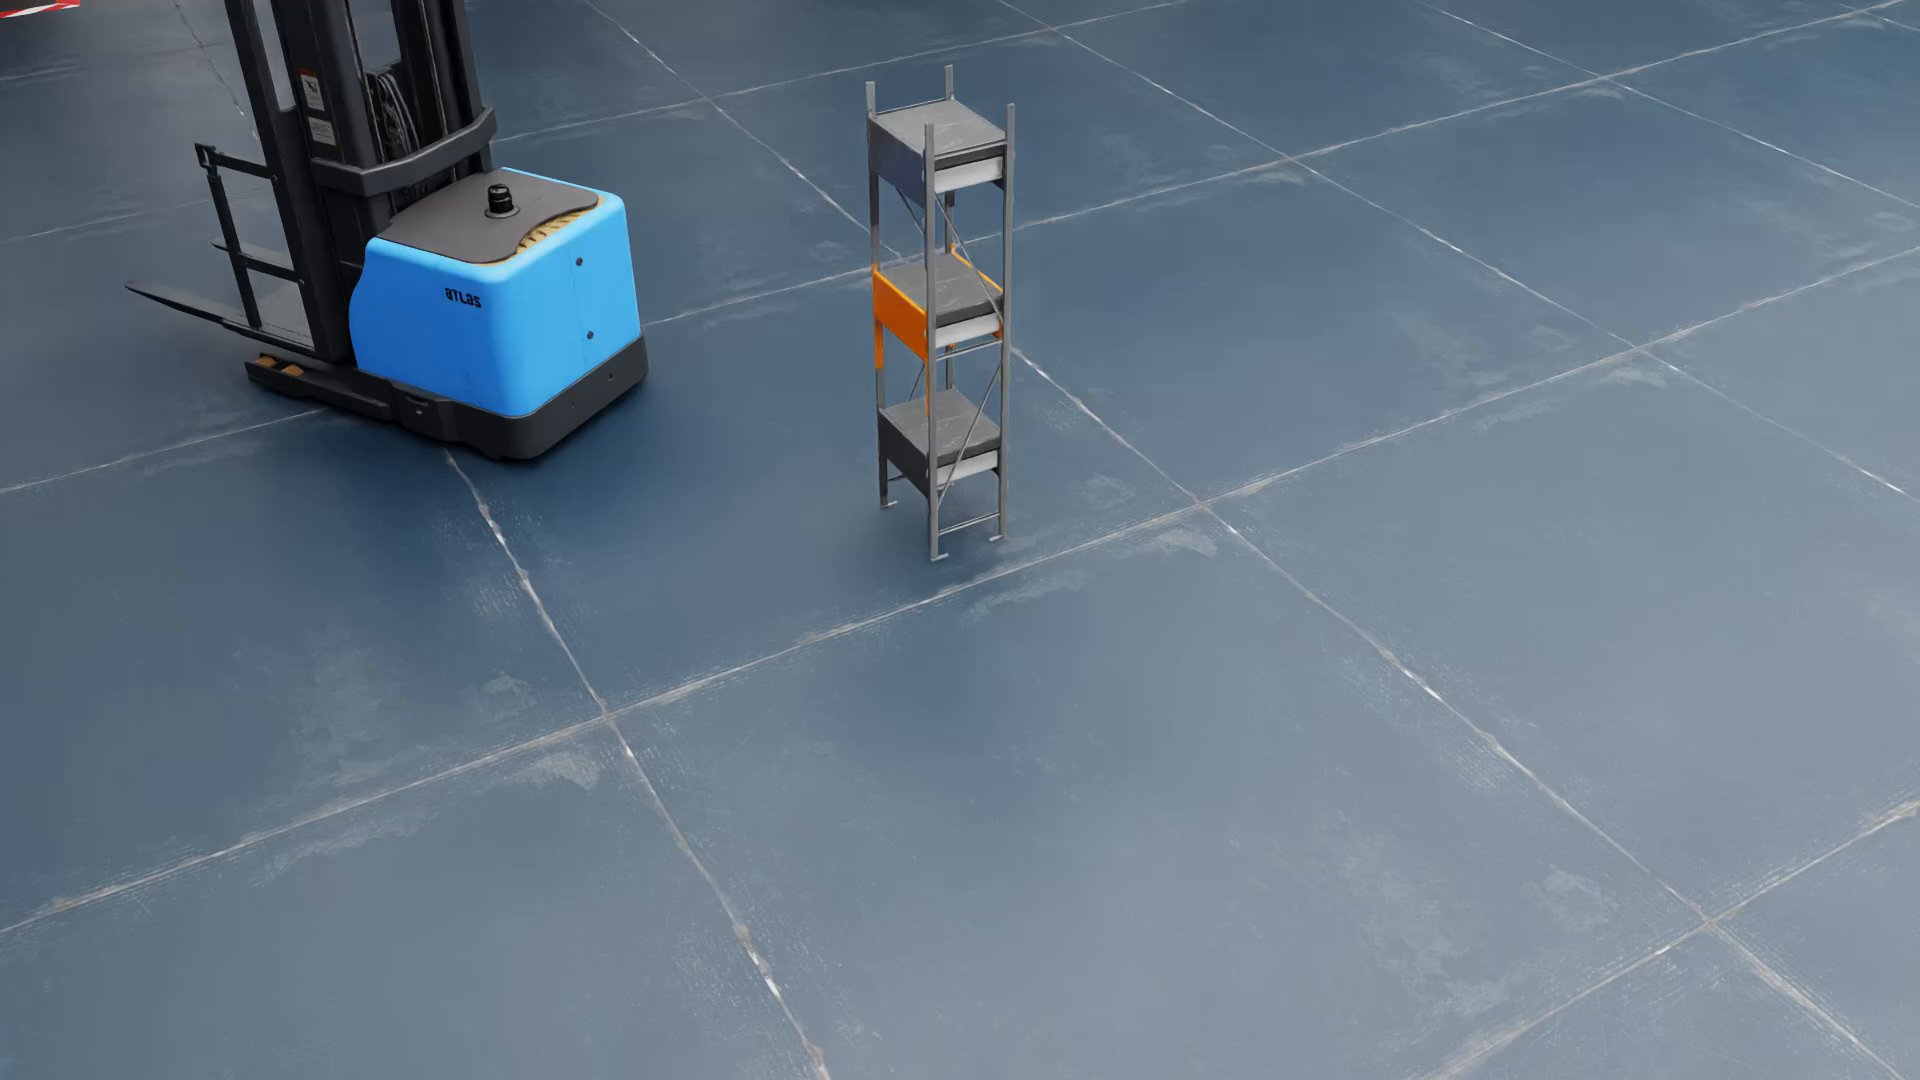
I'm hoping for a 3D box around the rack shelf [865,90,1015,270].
[{"bbox_3d":[-0.083,-1.487,6.841,0.431,0.518,0.480,-19,40,-24],"label":"rack shelf"}]

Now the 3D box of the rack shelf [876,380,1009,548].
[{"bbox_3d":[-0.083,-0.356,7.667,0.431,0.518,0.480,-19,40,-24],"label":"rack shelf"}]

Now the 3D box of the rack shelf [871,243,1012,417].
[{"bbox_3d":[-0.083,-0.921,7.254,0.431,0.518,0.480,-19,40,-24],"label":"rack shelf"}]

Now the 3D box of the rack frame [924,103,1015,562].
[{"bbox_3d":[0.039,-0.808,7.076,0.400,2.100,0.015,-19,40,-24],"label":"rack frame"}]

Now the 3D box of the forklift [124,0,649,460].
[{"bbox_3d":[-3.203,-2.192,8.266,3.031,2.935,1.130,17,40,22],"label":"forklift"}]

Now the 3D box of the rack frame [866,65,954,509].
[{"bbox_3d":[-0.206,-1.057,7.417,0.400,2.100,0.015,-19,40,-24],"label":"rack frame"}]

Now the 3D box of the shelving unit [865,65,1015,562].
[{"bbox_3d":[-0.083,-0.932,7.246,0.431,2.100,0.503,-19,40,-24],"label":"shelving unit"}]
